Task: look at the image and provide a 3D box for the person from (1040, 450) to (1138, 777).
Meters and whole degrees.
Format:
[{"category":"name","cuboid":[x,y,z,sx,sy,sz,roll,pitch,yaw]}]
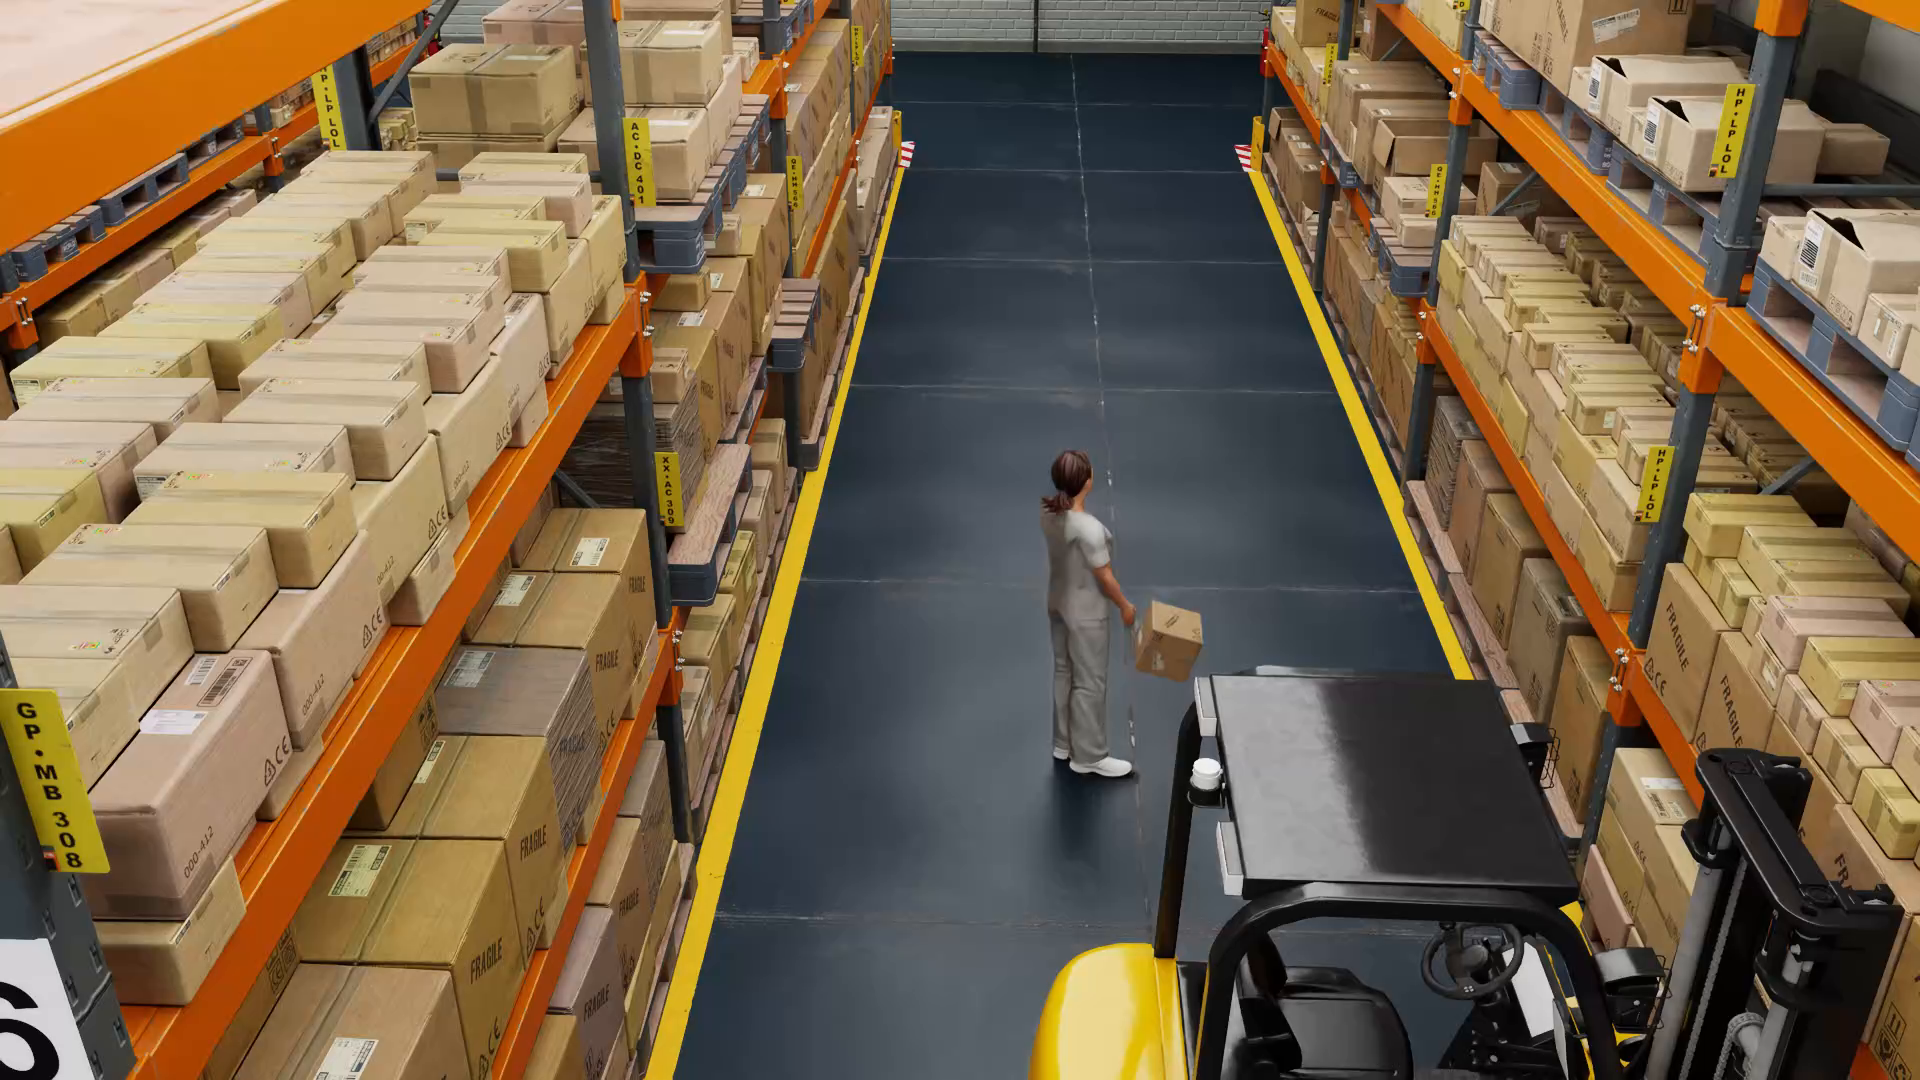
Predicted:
[{"category":"person","cuboid":[0.601,0.350,7.966,0.421,1.660,0.527,-14,31,-25]}]
